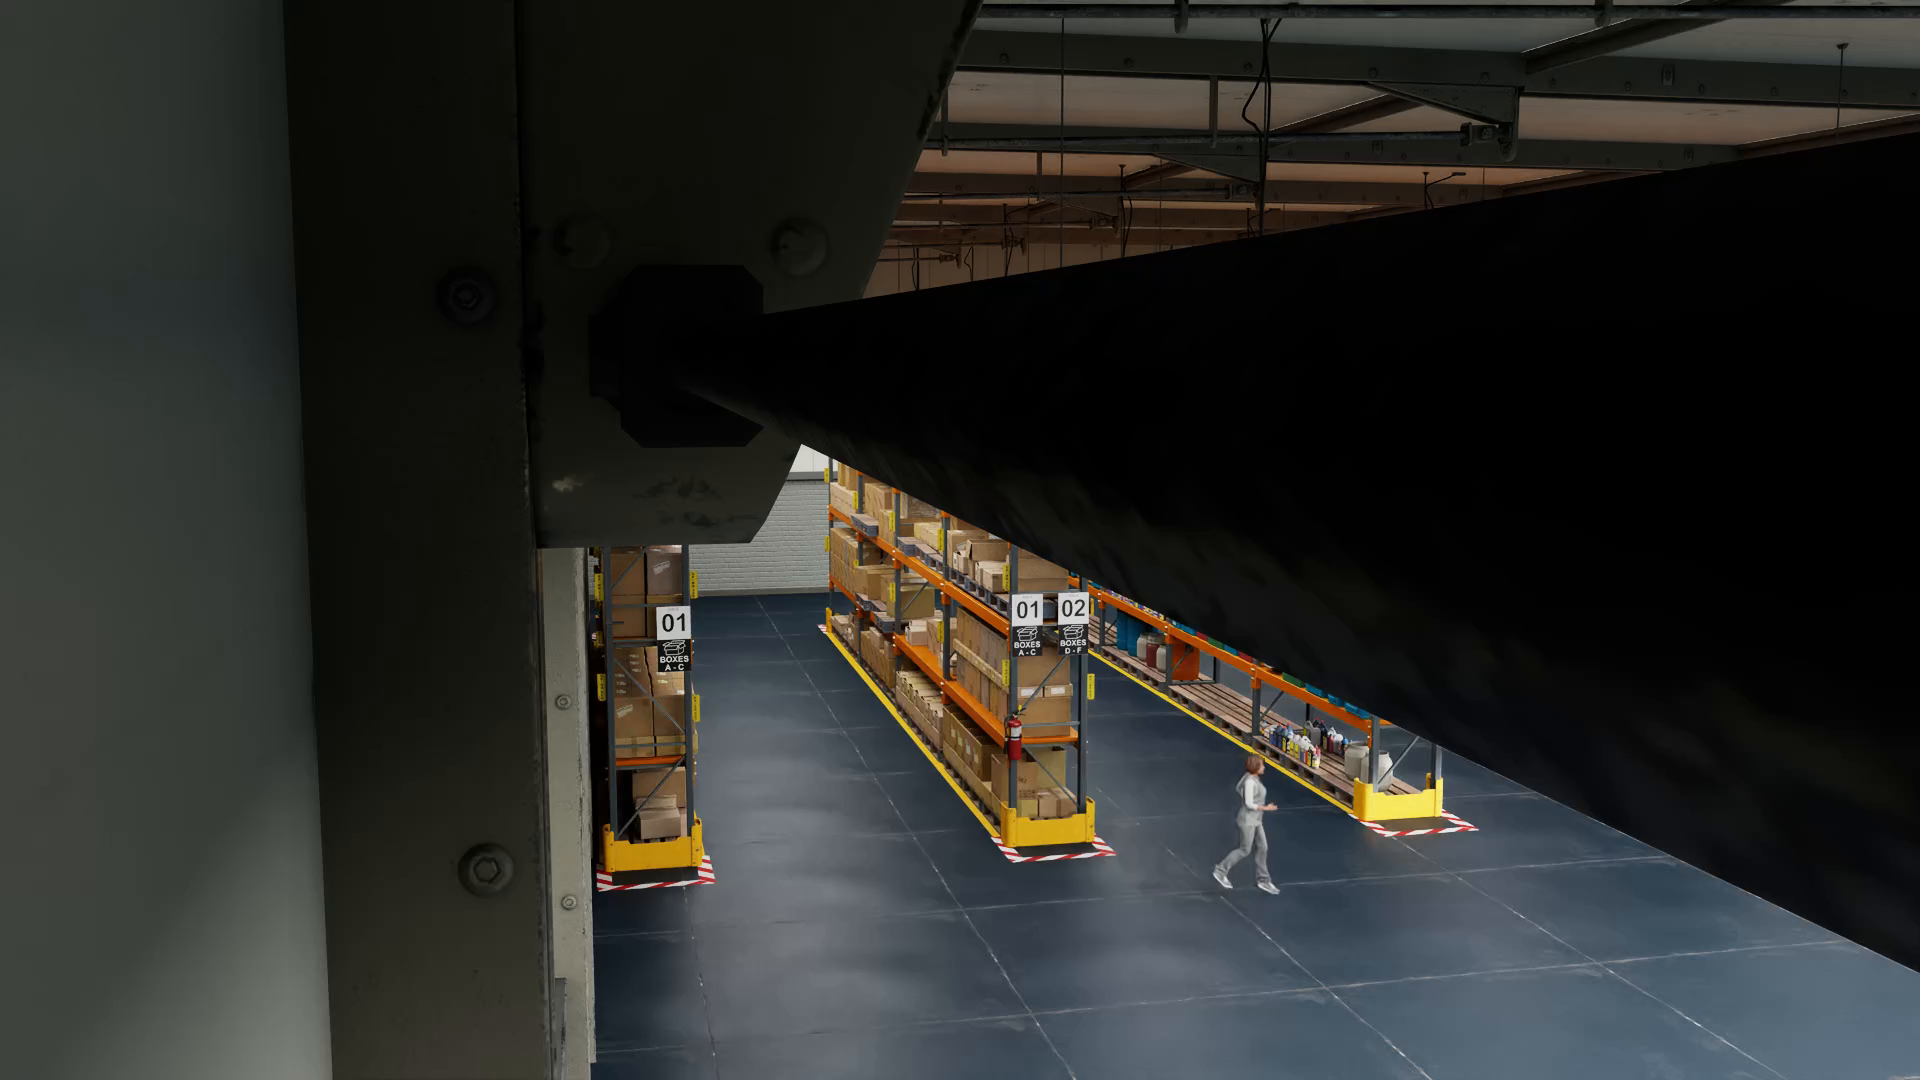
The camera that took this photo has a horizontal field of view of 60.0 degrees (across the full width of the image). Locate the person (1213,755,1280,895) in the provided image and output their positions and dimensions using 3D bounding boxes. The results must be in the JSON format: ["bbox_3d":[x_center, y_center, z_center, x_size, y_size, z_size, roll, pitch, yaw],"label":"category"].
[{"bbox_3d":[3.313,3.267,19.145,0.769,1.625,0.559,2,7,18],"label":"person"}]
